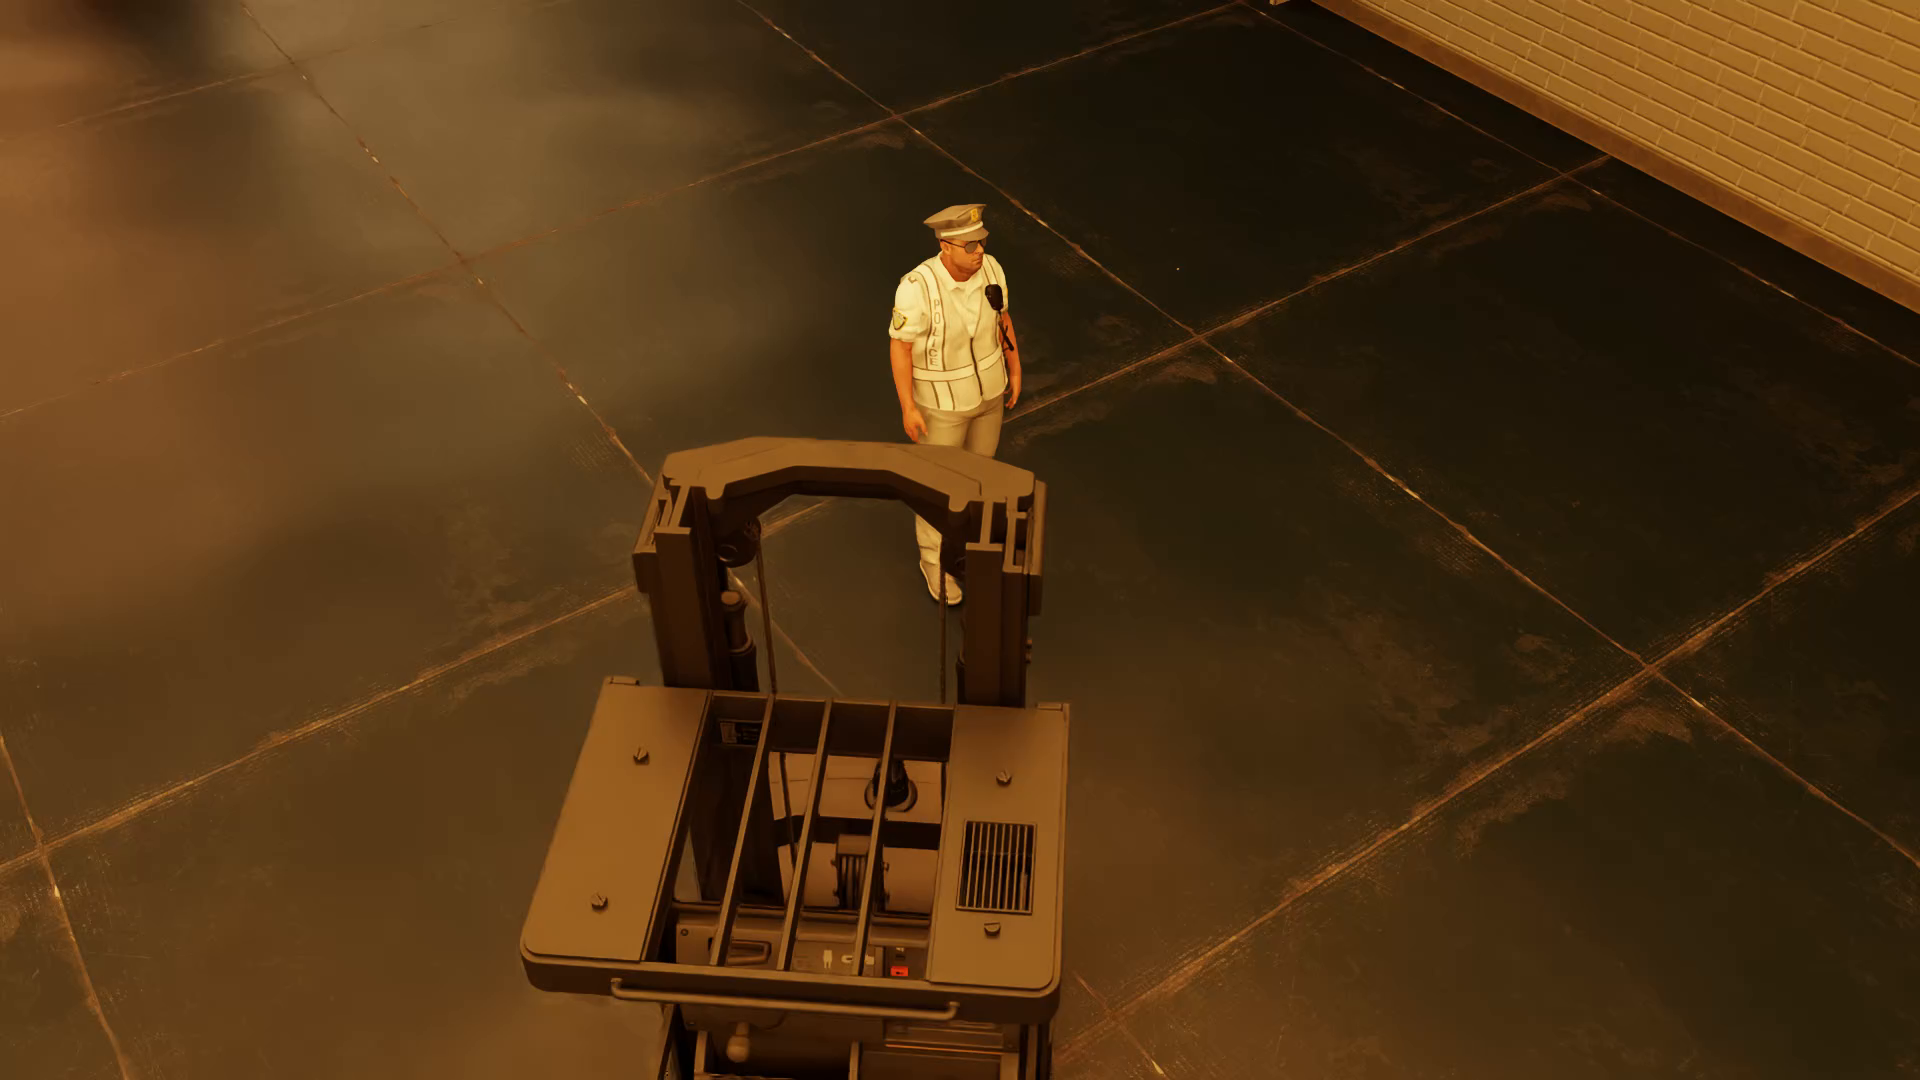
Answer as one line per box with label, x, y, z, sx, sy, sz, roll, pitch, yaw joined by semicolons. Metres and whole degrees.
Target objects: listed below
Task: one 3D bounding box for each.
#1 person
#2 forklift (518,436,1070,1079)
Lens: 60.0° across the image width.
person;0.035;-0.613;7.217;0.641;1.781;0.574;-25;48;-25
forklift;-0.310;1.305;4.299;1.130;2.935;3.031;3;43;3
